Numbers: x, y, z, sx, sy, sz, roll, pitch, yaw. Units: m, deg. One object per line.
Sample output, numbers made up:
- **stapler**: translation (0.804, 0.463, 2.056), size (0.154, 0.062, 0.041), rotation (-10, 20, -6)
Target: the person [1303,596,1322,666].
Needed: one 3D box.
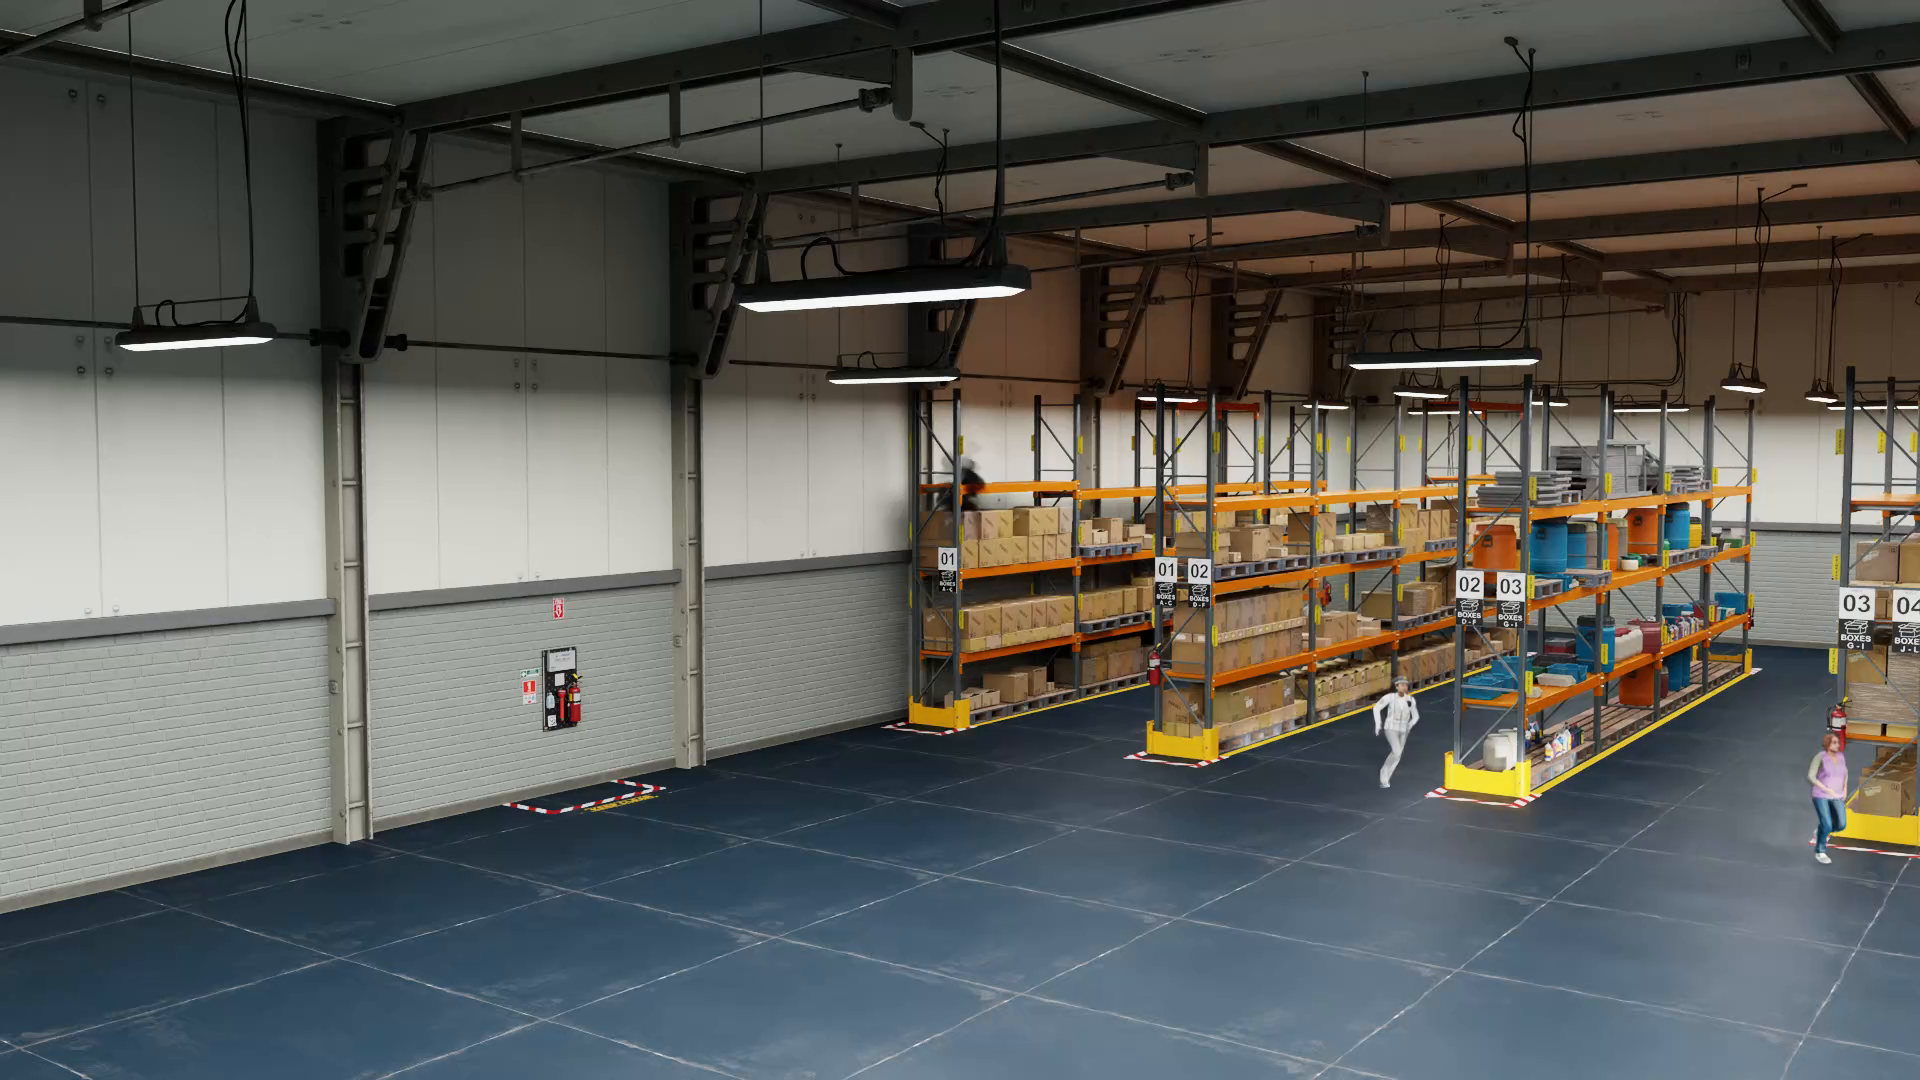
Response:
- **person**: translation (7.902, 2.057, 37.512), size (0.565, 1.624, 0.565), rotation (1, 4, 23)

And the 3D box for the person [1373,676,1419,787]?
- **person**: translation (6.395, 2.793, 24.200), size (0.611, 1.647, 0.568), rotation (0, 3, -7)

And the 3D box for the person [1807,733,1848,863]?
- **person**: translation (10.457, 3.097, 19.993), size (0.579, 1.562, 0.570), rotation (0, 3, -6)
